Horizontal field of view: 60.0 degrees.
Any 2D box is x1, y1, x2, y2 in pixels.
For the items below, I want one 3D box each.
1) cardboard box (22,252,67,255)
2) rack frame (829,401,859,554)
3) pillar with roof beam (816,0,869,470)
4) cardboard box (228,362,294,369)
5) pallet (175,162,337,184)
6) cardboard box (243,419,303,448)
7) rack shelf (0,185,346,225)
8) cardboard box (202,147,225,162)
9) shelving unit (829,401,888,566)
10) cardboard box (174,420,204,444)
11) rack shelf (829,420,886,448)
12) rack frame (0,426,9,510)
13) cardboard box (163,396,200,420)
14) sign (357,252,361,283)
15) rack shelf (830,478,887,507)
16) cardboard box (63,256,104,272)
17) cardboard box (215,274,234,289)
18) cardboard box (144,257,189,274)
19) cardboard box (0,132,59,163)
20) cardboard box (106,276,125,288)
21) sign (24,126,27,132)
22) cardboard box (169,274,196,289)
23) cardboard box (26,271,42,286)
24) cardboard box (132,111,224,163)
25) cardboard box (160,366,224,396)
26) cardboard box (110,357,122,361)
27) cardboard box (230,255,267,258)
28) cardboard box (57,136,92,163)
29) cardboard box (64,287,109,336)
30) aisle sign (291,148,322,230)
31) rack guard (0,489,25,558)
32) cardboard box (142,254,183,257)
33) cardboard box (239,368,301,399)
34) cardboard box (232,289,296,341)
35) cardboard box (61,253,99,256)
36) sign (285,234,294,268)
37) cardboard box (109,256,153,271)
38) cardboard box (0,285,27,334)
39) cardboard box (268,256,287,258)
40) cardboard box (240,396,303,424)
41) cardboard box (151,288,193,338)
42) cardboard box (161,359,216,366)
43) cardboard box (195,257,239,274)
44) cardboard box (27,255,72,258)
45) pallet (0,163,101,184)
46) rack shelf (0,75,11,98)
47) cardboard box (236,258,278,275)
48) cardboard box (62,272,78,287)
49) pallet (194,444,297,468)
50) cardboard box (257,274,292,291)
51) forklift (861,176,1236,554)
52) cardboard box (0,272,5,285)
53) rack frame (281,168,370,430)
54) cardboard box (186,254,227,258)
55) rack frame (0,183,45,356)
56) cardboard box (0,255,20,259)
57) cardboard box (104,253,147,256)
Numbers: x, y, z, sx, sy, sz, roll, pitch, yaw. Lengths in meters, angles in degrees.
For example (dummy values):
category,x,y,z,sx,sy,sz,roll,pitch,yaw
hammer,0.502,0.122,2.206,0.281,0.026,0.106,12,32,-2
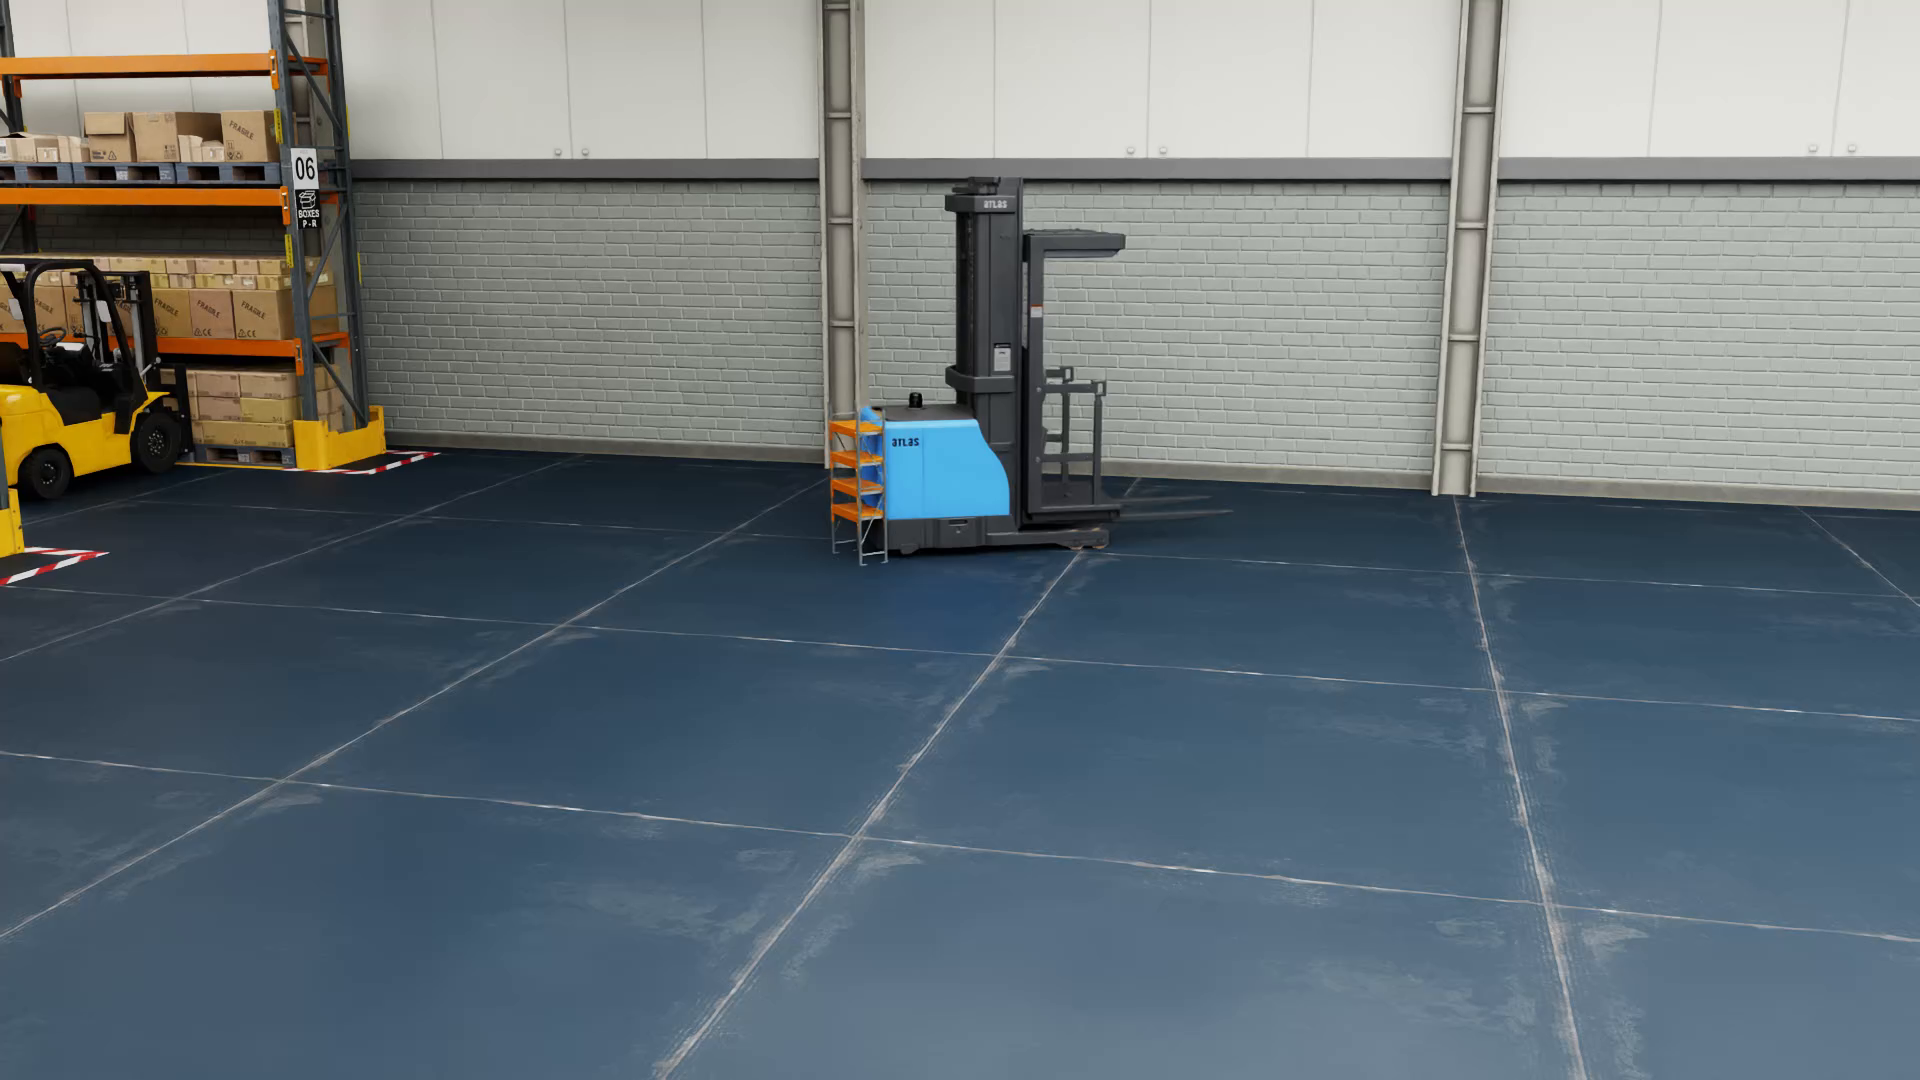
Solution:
category,x,y,z,sx,sy,sz,roll,pitch,yaw
cardboard box,-10.027,-3.071,18.235,0.250,0.149,0.380,3,13,14
rack frame,-0.915,-0.492,13.177,0.240,1.200,0.015,-7,15,-28
pillar with roof beam,-2.192,-4.244,12.085,0.400,9.000,9.100,3,13,14
cardboard box,-7.433,-1.746,17.751,0.500,0.250,0.500,3,13,14
pallet,-7.206,-3.769,17.076,1.213,0.211,1.003,3,13,14
cardboard box,-7.058,-1.126,17.264,0.500,0.250,0.500,3,13,14
rack shelf,-8.468,-3.523,17.422,4.000,0.370,1.077,3,13,14
cardboard box,-7.403,-3.880,16.753,0.250,0.149,0.380,3,13,12
shelving unit,-0.796,-0.446,12.969,0.258,1.200,0.503,-7,15,-28
cardboard box,-8.022,-1.182,17.515,0.500,0.250,0.500,3,13,14
rack shelf,-0.799,-0.829,12.883,0.258,0.148,0.480,-7,15,-28
rack frame,-7.712,-1.262,12.496,0.127,3.000,1.000,3,13,14
cardboard box,-8.064,-1.423,17.445,0.500,0.250,0.500,3,13,12
sign,-6.387,-2.883,17.624,0.005,0.325,0.100,3,13,14
rack shelf,-0.795,-0.381,12.984,0.258,0.148,0.480,-7,15,-28
cardboard box,-9.162,-2.896,17.448,0.250,0.149,0.380,3,13,13
cardboard box,-7.422,-2.664,17.086,0.250,0.149,0.380,3,13,15
cardboard box,-8.187,-2.836,17.175,0.250,0.149,0.380,3,13,15
cardboard box,-9.660,-4.094,17.340,0.500,0.311,0.500,3,13,15
cardboard box,-8.667,-2.723,17.351,0.250,0.149,0.380,3,13,12
sign,-10.278,-4.386,18.274,0.005,0.325,0.100,3,13,14
cardboard box,-7.931,-2.683,17.172,0.250,0.149,0.380,3,13,12
cardboard box,-9.652,-2.786,17.638,0.250,0.149,0.380,3,13,13
cardboard box,-7.985,-4.119,17.016,0.500,0.500,0.700,3,13,14
cardboard box,-8.037,-1.664,17.380,0.500,0.250,0.500,3,13,14
cardboard box,-9.390,-1.856,18.245,0.500,0.250,0.500,3,13,13
cardboard box,-7.543,-2.926,17.583,0.250,0.149,0.380,3,13,14
cardboard box,-9.041,-4.025,17.135,0.258,0.266,0.396,3,13,12
cardboard box,-9.040,-2.435,17.551,0.500,0.500,0.500,3,13,13
aisle sign,-6.533,-3.510,16.626,0.004,0.787,0.394,3,13,14
rack guard,-7.786,-0.045,12.784,0.348,0.500,1.175,3,13,14
cardboard box,-8.553,-2.978,17.816,0.250,0.149,0.380,3,13,15
cardboard box,-7.048,-1.615,17.157,0.500,0.250,0.500,4,13,15
cardboard box,-7.067,-2.325,17.057,0.500,0.500,0.500,3,13,12
cardboard box,-9.533,-3.038,18.088,0.250,0.149,0.380,3,13,13
sign,-6.670,-2.873,16.539,0.005,0.325,0.100,3,13,14
cardboard box,-8.655,-2.886,17.400,0.250,0.149,0.380,3,13,14
cardboard box,-10.041,-2.484,17.775,0.500,0.500,0.500,3,13,12
cardboard box,-7.044,-2.906,17.490,0.250,0.149,0.380,4,13,15
cardboard box,-7.074,-1.372,17.217,0.500,0.250,0.500,3,13,13
cardboard box,-8.066,-2.380,17.306,0.500,0.500,0.500,3,13,12
cardboard box,-8.412,-1.803,18.004,0.500,0.250,0.500,3,13,12
cardboard box,-7.656,-2.833,17.164,0.250,0.149,0.380,3,13,14
cardboard box,-9.646,-2.939,17.641,0.250,0.149,0.380,3,13,12
pallet,-9.575,-3.896,17.647,1.213,0.211,1.003,3,13,14
rack shelf,-12.351,-4.999,18.076,4.000,0.370,1.077,3,13,14
cardboard box,-7.171,-2.797,17.000,0.250,0.149,0.380,3,13,14
cardboard box,-9.176,-2.744,17.447,0.250,0.149,0.380,3,13,13
pallet,-7.279,-0.975,17.642,1.213,0.211,1.003,3,13,14
cardboard box,-6.930,-2.630,16.936,0.250,0.149,0.380,3,13,14
forklift,0.738,-1.457,13.532,3.031,2.935,1.130,-2,13,-11
cardboard box,-10.163,-2.807,17.732,0.250,0.149,0.380,3,13,13
rack frame,-6.526,-2.306,17.201,0.127,3.000,1.000,3,13,14
cardboard box,-8.036,-2.969,17.775,0.250,0.149,0.380,3,13,12
rack frame,-10.410,-2.513,18.137,0.127,3.000,1.000,3,13,14
cardboard box,-10.171,-2.945,17.668,0.250,0.149,0.380,3,13,15
cardboard box,-9.028,-3.021,18.009,0.250,0.149,0.380,3,13,13
